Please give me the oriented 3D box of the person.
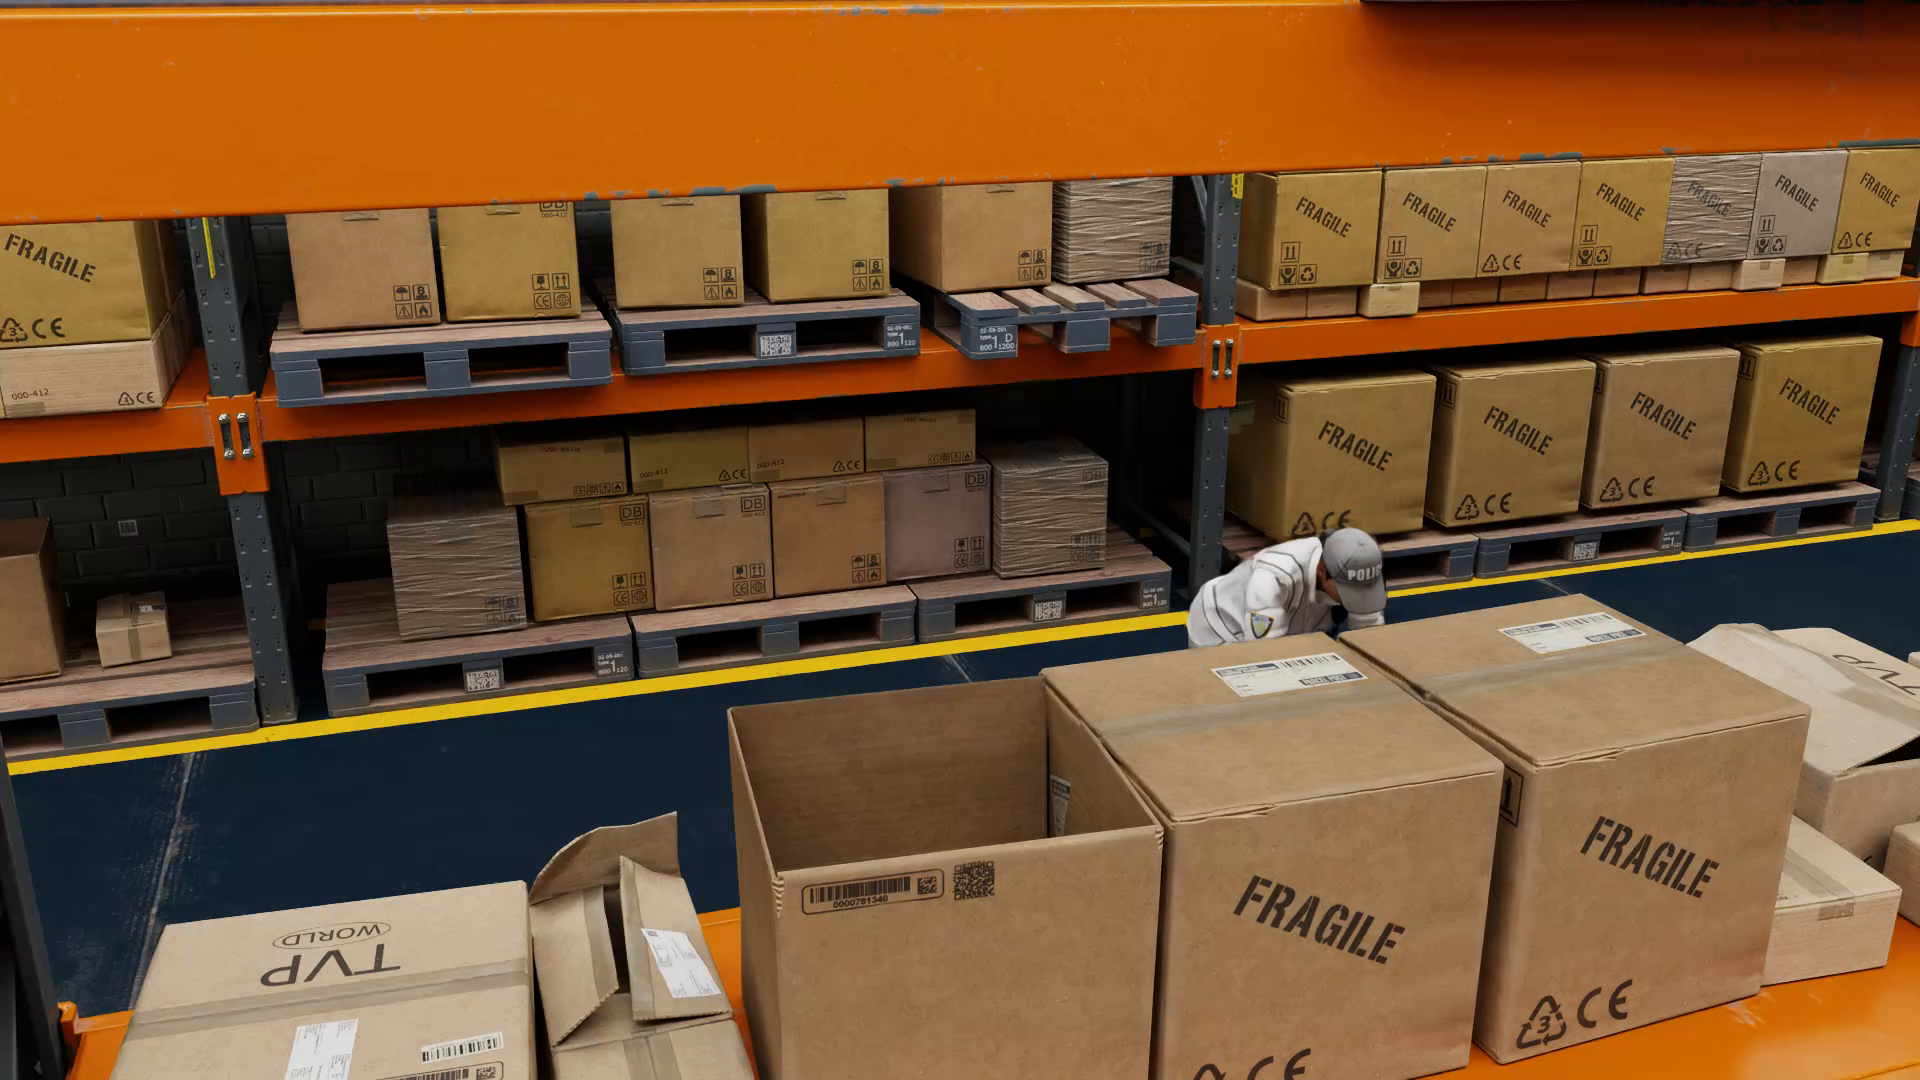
[{"bbox_3d":[1.113,0.436,5.568,0.531,1.178,0.815,-6,20,-17],"label":"person"}]
